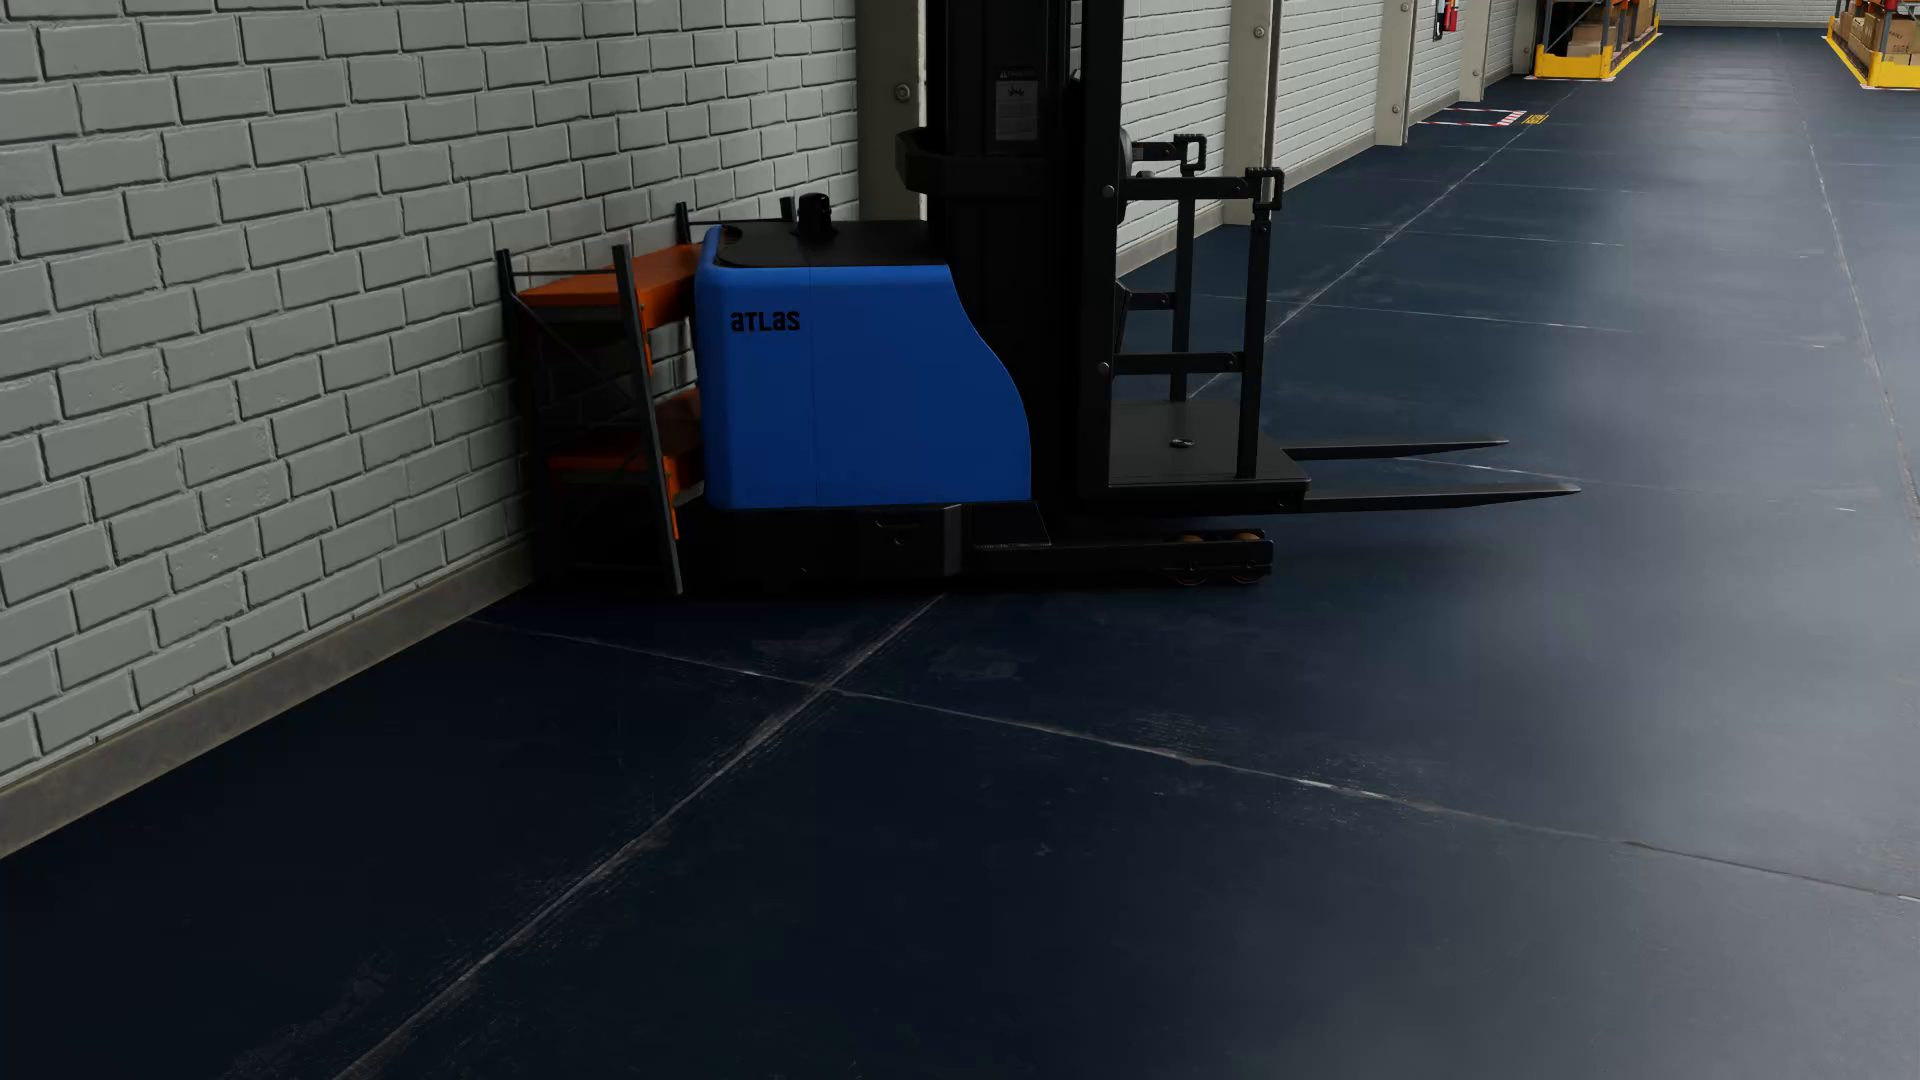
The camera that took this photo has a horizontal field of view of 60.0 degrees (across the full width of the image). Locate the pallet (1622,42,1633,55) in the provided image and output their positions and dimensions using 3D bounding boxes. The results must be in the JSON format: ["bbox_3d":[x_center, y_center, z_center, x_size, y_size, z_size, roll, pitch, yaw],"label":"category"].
[{"bbox_3d":[13.051,-9.965,33.675,1.003,0.211,1.213,9,21,23],"label":"pallet"}]

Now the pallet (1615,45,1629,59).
[{"bbox_3d":[12.550,-9.594,32.630,1.003,0.211,1.213,9,21,23],"label":"pallet"}]

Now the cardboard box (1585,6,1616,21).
[{"bbox_3d":[12.198,-10.040,31.679,0.500,0.250,0.500,8,21,22],"label":"cardboard box"}]

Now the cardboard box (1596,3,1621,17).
[{"bbox_3d":[12.834,-10.508,32.994,0.500,0.250,0.500,9,21,24],"label":"cardboard box"}]

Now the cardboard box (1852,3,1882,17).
[{"bbox_3d":[18.081,-10.558,33.135,0.500,0.250,0.500,9,22,25],"label":"cardboard box"}]

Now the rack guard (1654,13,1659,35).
[{"bbox_3d":[16.658,-12.793,41.195,1.175,0.500,0.348,9,21,23],"label":"rack guard"}]

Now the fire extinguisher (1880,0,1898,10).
[{"bbox_3d":[14.145,-8.385,25.185,0.296,0.674,0.183,9,21,23],"label":"fire extinguisher"}]

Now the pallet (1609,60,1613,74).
[{"bbox_3d":[10.492,-8.025,28.220,1.003,0.211,1.213,9,21,23],"label":"pallet"}]

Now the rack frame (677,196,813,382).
[{"bbox_3d":[-0.769,-0.695,6.175,0.500,1.125,0.032,3,20,25],"label":"rack frame"}]

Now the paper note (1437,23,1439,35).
[{"bbox_3d":[5.955,-6.361,20.693,0.016,0.148,0.142,9,21,23],"label":"paper note"}]

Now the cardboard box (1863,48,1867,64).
[{"bbox_3d":[15.170,-7.961,27.354,0.500,0.250,0.500,9,21,23],"label":"cardboard box"}]

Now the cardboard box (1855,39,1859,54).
[{"bbox_3d":[16.369,-8.840,29.826,0.500,0.250,0.500,8,21,22],"label":"cardboard box"}]

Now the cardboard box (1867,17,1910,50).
[{"bbox_3d":[14.961,-8.162,26.800,0.500,0.500,0.500,9,21,23],"label":"cardboard box"}]

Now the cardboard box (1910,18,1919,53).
[{"bbox_3d":[15.243,-7.936,26.165,0.500,0.500,0.500,9,21,23],"label":"cardboard box"}]

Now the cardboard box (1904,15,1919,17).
[{"bbox_3d":[15.848,-8.396,27.458,0.500,0.500,0.500,9,21,23],"label":"cardboard box"}]

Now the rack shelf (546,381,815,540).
[{"bbox_3d":[-0.953,-0.301,5.815,0.538,0.278,1.000,3,20,25],"label":"rack shelf"}]

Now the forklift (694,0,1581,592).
[{"bbox_3d":[0.626,-1.403,5.539,3.031,2.935,1.130,-2,20,-6],"label":"forklift"}]

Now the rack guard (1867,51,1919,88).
[{"bbox_3d":[14.607,-7.209,25.493,1.175,0.500,0.348,9,21,23],"label":"rack guard"}]

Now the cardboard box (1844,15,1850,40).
[{"bbox_3d":[18.483,-10.506,34.109,0.500,0.500,0.500,8,21,21],"label":"cardboard box"}]

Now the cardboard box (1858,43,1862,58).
[{"bbox_3d":[15.789,-8.419,28.641,0.500,0.250,0.500,9,21,23],"label":"cardboard box"}]

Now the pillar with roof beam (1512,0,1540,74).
[{"bbox_3d":[13.521,-11.641,25.272,9.100,9.000,0.400,9,21,23],"label":"pillar with roof beam"}]

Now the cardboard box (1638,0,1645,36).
[{"bbox_3d":[14.158,-11.177,35.501,0.750,0.750,0.750,8,21,22],"label":"cardboard box"}]

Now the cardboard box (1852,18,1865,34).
[{"bbox_3d":[17.203,-9.724,31.476,0.500,0.311,0.500,8,21,21],"label":"cardboard box"}]

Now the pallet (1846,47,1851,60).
[{"bbox_3d":[17.520,-9.279,31.746,1.003,0.211,1.213,9,21,23],"label":"pallet"}]

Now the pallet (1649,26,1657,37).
[{"bbox_3d":[16.392,-12.394,40.505,1.003,0.211,1.213,9,21,23],"label":"pallet"}]

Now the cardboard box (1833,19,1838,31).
[{"bbox_3d":[20.278,-11.764,38.017,0.500,0.250,0.500,9,21,23],"label":"cardboard box"}]

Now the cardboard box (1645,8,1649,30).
[{"bbox_3d":[15.619,-12.128,38.700,0.700,0.500,0.500,8,21,22],"label":"cardboard box"}]

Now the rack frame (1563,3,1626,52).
[{"bbox_3d":[11.734,-10.295,30.441,1.000,3.000,0.127,9,21,23],"label":"rack frame"}]

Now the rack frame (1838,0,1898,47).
[{"bbox_3d":[19.531,-12.062,35.409,1.000,3.000,0.127,9,21,23],"label":"rack frame"}]

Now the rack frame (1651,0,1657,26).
[{"bbox_3d":[16.648,-13.963,40.756,1.000,3.000,0.127,9,21,23],"label":"rack frame"}]

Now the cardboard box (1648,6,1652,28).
[{"bbox_3d":[16.248,-12.603,40.034,0.700,0.500,0.500,8,21,23],"label":"cardboard box"}]

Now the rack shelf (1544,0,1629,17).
[{"bbox_3d":[10.915,-9.345,28.842,1.077,0.370,4.000,9,21,23],"label":"rack shelf"}]

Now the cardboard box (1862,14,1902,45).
[{"bbox_3d":[15.582,-8.620,28.087,0.500,0.500,0.500,9,21,23],"label":"cardboard box"}]

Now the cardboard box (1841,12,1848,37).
[{"bbox_3d":[19.111,-10.977,35.433,0.500,0.500,0.500,8,21,20],"label":"cardboard box"}]

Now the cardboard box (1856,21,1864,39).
[{"bbox_3d":[16.573,-9.258,30.166,0.500,0.311,0.500,8,21,23],"label":"cardboard box"}]

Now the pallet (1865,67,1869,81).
[{"bbox_3d":[14.892,-7.320,26.235,1.003,0.211,1.213,9,21,23],"label":"pallet"}]

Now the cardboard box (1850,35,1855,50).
[{"bbox_3d":[16.998,-9.308,31.143,0.500,0.250,0.500,8,21,21],"label":"cardboard box"}]

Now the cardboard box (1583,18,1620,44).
[{"bbox_3d":[12.432,-9.867,32.312,0.700,0.500,0.500,9,21,23],"label":"cardboard box"}]

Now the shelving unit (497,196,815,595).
[{"bbox_3d":[-0.976,-0.532,5.740,0.538,1.125,1.048,3,20,25],"label":"shelving unit"}]

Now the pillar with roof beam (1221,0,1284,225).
[{"bbox_3d":[6.150,-6.138,9.799,9.100,9.000,0.400,9,21,23],"label":"pillar with roof beam"}]

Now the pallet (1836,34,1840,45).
[{"bbox_3d":[19.813,-10.958,36.467,1.003,0.211,1.213,9,21,23],"label":"pallet"}]

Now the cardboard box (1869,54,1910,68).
[{"bbox_3d":[14.567,-7.501,26.060,0.500,0.250,0.500,9,21,23],"label":"cardboard box"}]

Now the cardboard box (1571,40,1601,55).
[{"bbox_3d":[10.695,-8.386,28.429,0.500,0.311,0.500,11,22,27],"label":"cardboard box"}]

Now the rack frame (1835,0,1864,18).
[{"bbox_3d":[21.169,-13.285,38.848,1.000,3.000,0.127,9,21,23],"label":"rack frame"}]

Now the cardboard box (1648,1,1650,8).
[{"bbox_3d":[15.717,-12.361,38.384,0.380,0.149,0.250,9,22,25],"label":"cardboard box"}]
